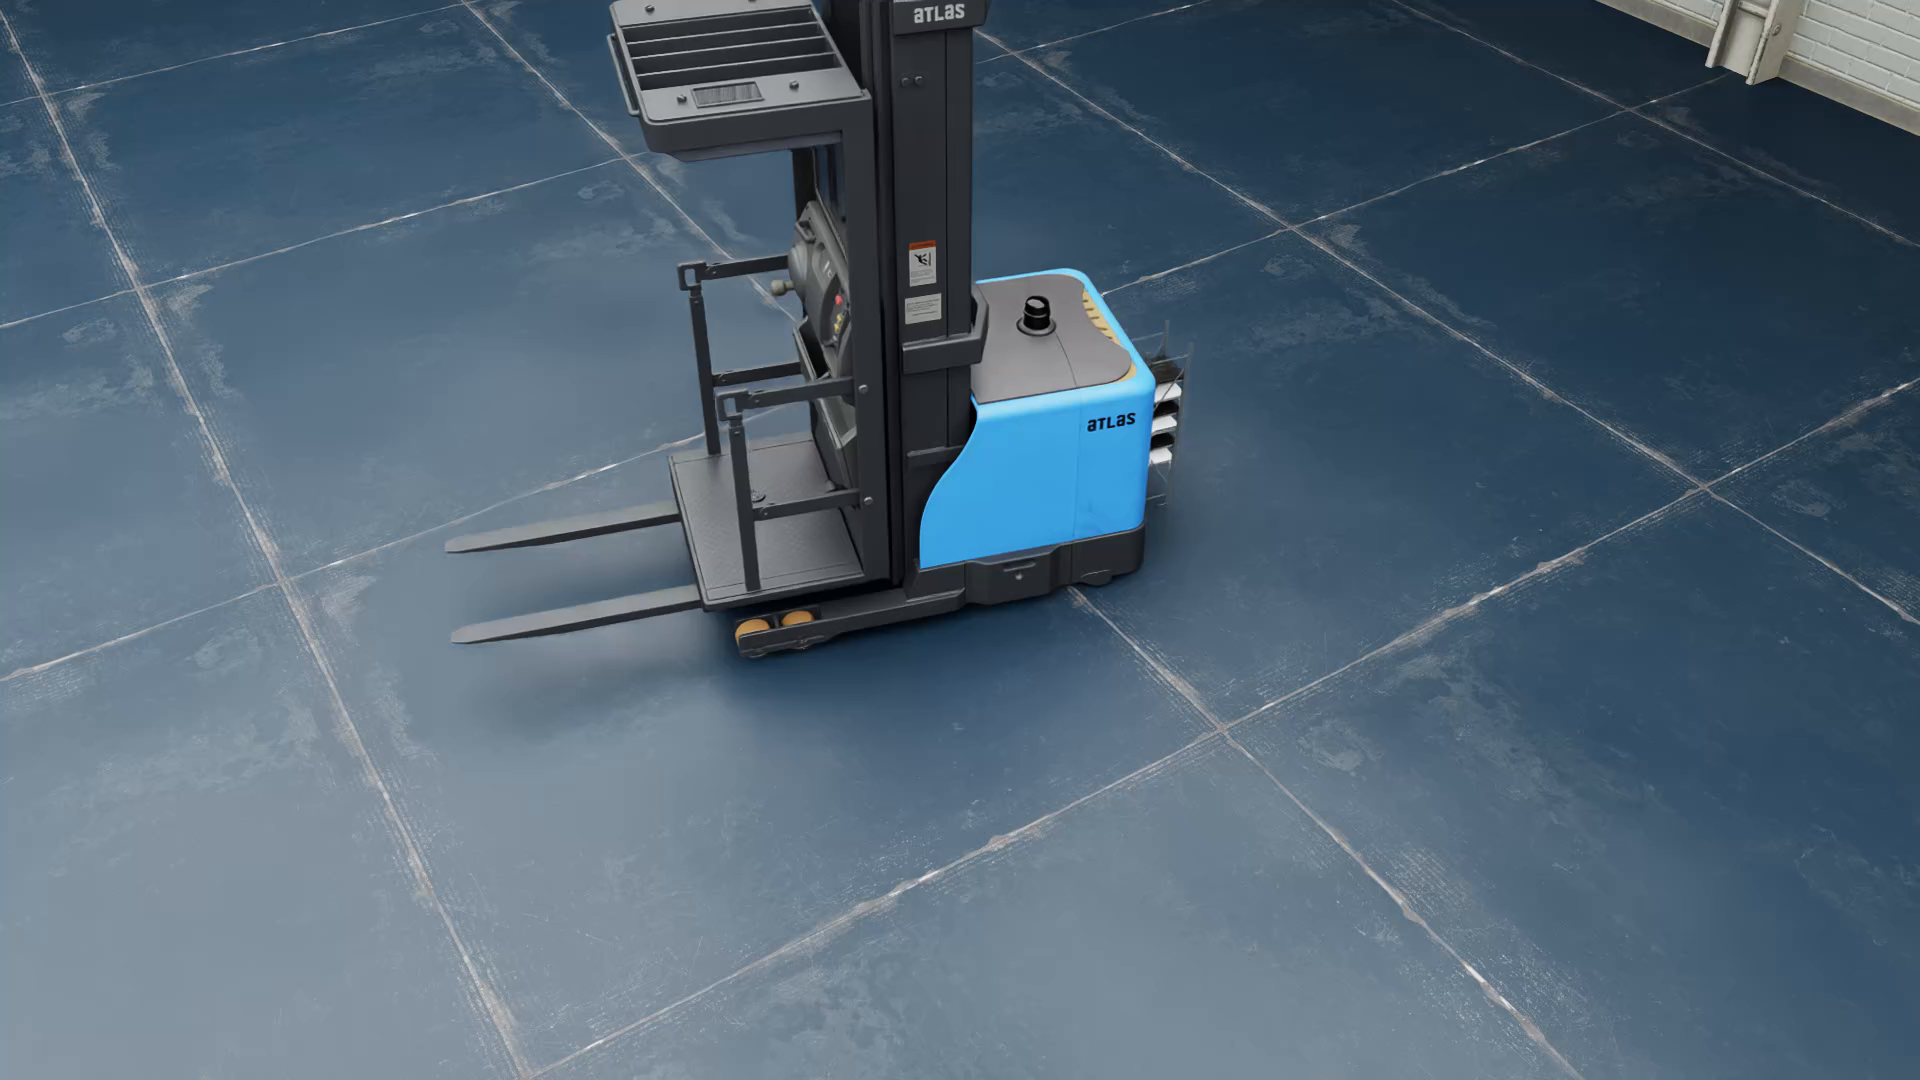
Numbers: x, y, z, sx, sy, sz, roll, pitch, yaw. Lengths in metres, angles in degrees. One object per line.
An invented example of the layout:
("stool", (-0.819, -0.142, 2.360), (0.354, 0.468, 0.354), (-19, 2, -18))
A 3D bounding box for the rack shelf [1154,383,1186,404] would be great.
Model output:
("rack shelf", (0.872, -0.672, 7.615), (0.258, 0.077, 0.200), (-15, 42, -21))

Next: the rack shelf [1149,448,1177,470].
("rack shelf", (0.856, -0.391, 7.839), (0.258, 0.077, 0.200), (-15, 42, -21))

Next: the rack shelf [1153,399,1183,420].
("rack shelf", (0.868, -0.602, 7.671), (0.258, 0.077, 0.200), (-15, 42, -21))

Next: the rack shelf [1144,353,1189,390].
("rack shelf", (0.876, -0.742, 7.558), (0.258, 0.077, 0.200), (-15, 42, -21))

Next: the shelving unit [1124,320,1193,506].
("shelving unit", (0.866, -0.558, 7.706), (0.258, 0.900, 0.210), (-15, 42, -21))

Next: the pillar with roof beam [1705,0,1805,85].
("pillar with roof beam", (1.887, -5.290, 7.068), (9.100, 9.000, 0.400), (-22, 45, -24))

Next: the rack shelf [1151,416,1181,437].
("rack shelf", (0.864, -0.532, 7.727), (0.258, 0.077, 0.200), (-15, 42, -21))

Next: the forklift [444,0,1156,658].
("forklift", (-0.745, -0.999, 6.660), (3.031, 2.935, 1.130), (-10, 41, -12))

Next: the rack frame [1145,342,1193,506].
("rack frame", (0.909, -0.499, 7.635), (0.240, 0.900, 0.006), (-15, 42, -21))

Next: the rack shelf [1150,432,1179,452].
("rack shelf", (0.860, -0.461, 7.783), (0.258, 0.077, 0.200), (-15, 42, -21))

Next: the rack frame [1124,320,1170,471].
("rack frame", (0.822, -0.616, 7.777), (0.240, 0.900, 0.006), (-15, 42, -21))
